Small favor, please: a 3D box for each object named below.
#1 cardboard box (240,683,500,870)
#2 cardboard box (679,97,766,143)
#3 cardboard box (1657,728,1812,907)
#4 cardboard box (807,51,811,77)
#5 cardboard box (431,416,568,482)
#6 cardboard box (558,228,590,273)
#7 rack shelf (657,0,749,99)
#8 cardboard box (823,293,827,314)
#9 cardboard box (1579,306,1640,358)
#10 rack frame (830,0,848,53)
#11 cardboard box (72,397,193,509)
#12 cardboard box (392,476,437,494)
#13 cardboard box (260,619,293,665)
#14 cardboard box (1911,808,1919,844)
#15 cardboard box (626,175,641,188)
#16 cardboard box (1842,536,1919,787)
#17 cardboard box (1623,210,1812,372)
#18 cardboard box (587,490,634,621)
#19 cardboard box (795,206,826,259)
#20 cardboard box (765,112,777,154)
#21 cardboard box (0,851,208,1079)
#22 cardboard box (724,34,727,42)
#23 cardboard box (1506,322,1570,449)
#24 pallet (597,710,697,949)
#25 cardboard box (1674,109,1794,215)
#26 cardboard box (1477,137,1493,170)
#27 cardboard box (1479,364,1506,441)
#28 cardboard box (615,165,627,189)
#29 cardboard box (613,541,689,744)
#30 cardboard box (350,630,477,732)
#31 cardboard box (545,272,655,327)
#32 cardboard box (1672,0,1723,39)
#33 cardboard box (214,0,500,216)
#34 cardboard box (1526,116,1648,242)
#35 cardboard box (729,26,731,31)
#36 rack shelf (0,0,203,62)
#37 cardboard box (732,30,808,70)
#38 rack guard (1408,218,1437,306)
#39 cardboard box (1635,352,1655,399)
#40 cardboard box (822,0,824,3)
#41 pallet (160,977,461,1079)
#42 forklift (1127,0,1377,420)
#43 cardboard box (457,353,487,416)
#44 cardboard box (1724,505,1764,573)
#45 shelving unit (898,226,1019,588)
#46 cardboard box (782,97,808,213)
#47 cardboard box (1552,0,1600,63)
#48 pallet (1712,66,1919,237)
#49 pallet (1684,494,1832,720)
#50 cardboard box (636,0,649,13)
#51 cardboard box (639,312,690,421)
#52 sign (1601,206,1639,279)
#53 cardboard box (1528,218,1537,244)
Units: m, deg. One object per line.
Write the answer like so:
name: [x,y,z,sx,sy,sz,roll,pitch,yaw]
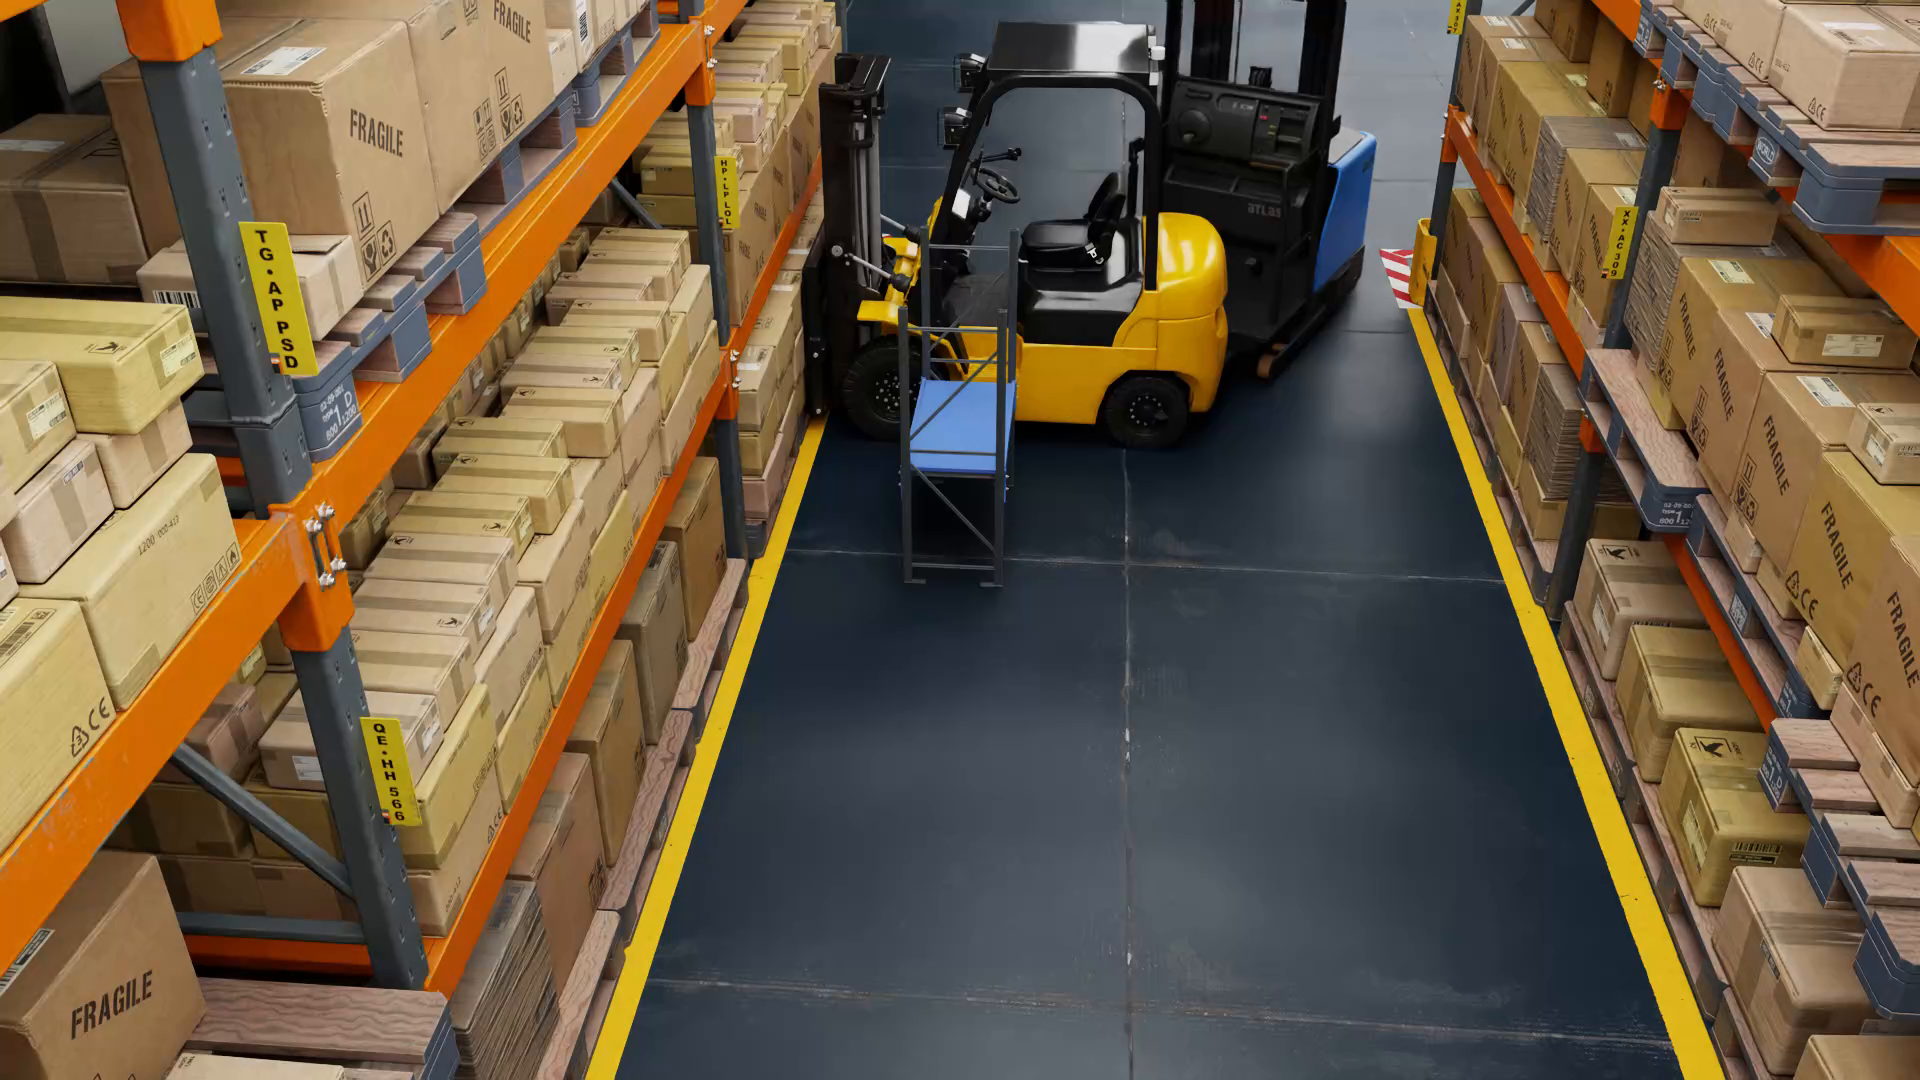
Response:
cardboard box: [-1.595,0.626,4.541,0.500,0.250,0.500,2,32,4]
cardboard box: [-1.186,-2.100,8.301,0.380,0.149,0.250,3,32,5]
cardboard box: [3.223,1.068,6.262,0.950,0.372,0.625,3,32,6]
cardboard box: [-1.077,-2.774,9.679,0.380,0.149,0.250,1,32,2]
cardboard box: [-1.560,-0.293,5.652,0.380,0.149,0.250,2,32,4]
cardboard box: [-1.816,-1.240,7.190,0.380,0.149,0.250,2,32,3]
rack shelf: [-1.411,-3.112,8.768,1.077,0.370,4.000,2,32,4]
cardboard box: [-1.049,-1.608,10.244,0.500,0.250,0.500,2,32,3]
cardboard box: [3.096,-0.960,7.688,0.380,0.149,0.250,2,32,3]
rack frame: [-1.248,-3.188,11.063,1.000,3.000,0.127,2,32,4]
cardboard box: [-1.688,-0.192,3.106,0.380,0.149,0.250,3,32,5]
cardboard box: [-2.008,-0.192,5.869,0.500,0.250,0.500,2,32,3]
cardboard box: [-2.083,0.224,4.814,0.380,0.149,0.250,2,32,4]
cardboard box: [2.790,0.809,4.417,0.380,0.149,0.250,3,32,5]
cardboard box: [-1.762,-1.645,8.466,0.500,0.500,0.500,3,32,5]
cardboard box: [2.839,0.337,4.564,0.500,0.500,0.500,2,32,3]
cardboard box: [3.050,-1.001,6.736,0.500,0.500,0.500,3,32,5]
cardboard box: [-1.495,0.034,5.978,0.500,0.250,0.500,3,32,6]
cardboard box: [-1.042,-1.836,10.137,0.500,0.250,0.500,3,32,5]
cardboard box: [-1.156,-2.106,8.595,0.380,0.149,0.250,2,32,3]
cardboard box: [-2.097,1.037,3.713,0.500,0.500,0.500,4,32,6]
cardboard box: [-1.600,-2.938,9.945,0.380,0.149,0.250,1,32,2]
cardboard box: [3.194,-0.800,8.695,0.500,0.500,0.500,3,32,5]
pallet: [-1.692,1.118,6.735,1.003,0.211,1.213,2,32,4]
cardboard box: [3.626,-1.702,7.320,0.700,0.500,0.500,2,32,3]
cardboard box: [3.290,-2.303,9.868,0.380,0.149,0.250,3,32,5]
cardboard box: [3.233,-0.759,9.344,0.500,0.250,0.500,3,32,5]
cardboard box: [-1.818,-1.726,7.978,0.380,0.149,0.250,2,32,3]
cardboard box: [-1.676,0.415,7.081,0.875,0.625,0.625,2,32,3]
cardboard box: [-1.559,0.383,4.555,0.380,0.149,0.250,3,32,5]
cardboard box: [-1.456,-0.965,6.743,0.380,0.149,0.250,2,32,4]
cardboard box: [2.927,-1.989,6.003,0.500,0.250,0.500,2,32,3]
cardboard box: [-1.656,-1.182,4.358,0.700,0.500,0.500,2,32,3]
cardboard box: [3.235,-1.839,8.496,0.500,0.500,0.500,3,32,5]
cardboard box: [-1.551,-3.192,10.074,0.380,0.149,0.250,3,32,5]
rack shelf: [-2.062,-0.036,1.298,1.077,0.370,4.000,2,32,4]
cardboard box: [-1.071,-2.765,9.380,0.380,0.149,0.250,3,32,5]
rack guard: [3.693,-1.874,11.314,1.175,0.500,0.348,2,32,4]
cardboard box: [3.014,-0.682,6.837,0.380,0.149,0.250,3,32,5]
cardboard box: [-1.067,-3.437,10.470,0.380,0.149,0.250,3,32,4]
pallet: [-1.885,1.435,3.746,1.213,0.211,1.003,2,32,4]
forklift: [1.625,-2.515,10.038,1.130,2.935,3.031,17,35,25]
cardboard box: [-1.973,-0.576,6.111,0.380,0.149,0.250,2,32,4]
cardboard box: [2.880,-0.002,5.733,0.380,0.149,0.250,4,32,6]
shelving unit: [0.007,-0.683,8.429,0.538,1.500,1.048,2,32,4]
cardboard box: [-1.149,-2.159,9.300,0.500,0.500,0.500,3,32,4]
cardboard box: [3.827,-3.032,9.478,0.700,0.500,0.500,3,32,4]
pallet: [3.136,-1.222,5.194,1.213,0.211,1.003,2,32,4]
pallet: [3.168,0.251,5.667,1.003,0.211,1.213,2,32,4]
cardboard box: [-1.390,-2.167,6.138,0.500,0.311,0.500,1,32,2]
cardboard box: [-1.394,-0.708,6.706,0.500,0.250,0.500,2,32,3]
sign: [2.832,-1.274,7.132,0.100,0.325,0.005,2,32,4]
cardboard box: [3.226,-1.624,8.765,0.380,0.149,0.250,2,32,3]
